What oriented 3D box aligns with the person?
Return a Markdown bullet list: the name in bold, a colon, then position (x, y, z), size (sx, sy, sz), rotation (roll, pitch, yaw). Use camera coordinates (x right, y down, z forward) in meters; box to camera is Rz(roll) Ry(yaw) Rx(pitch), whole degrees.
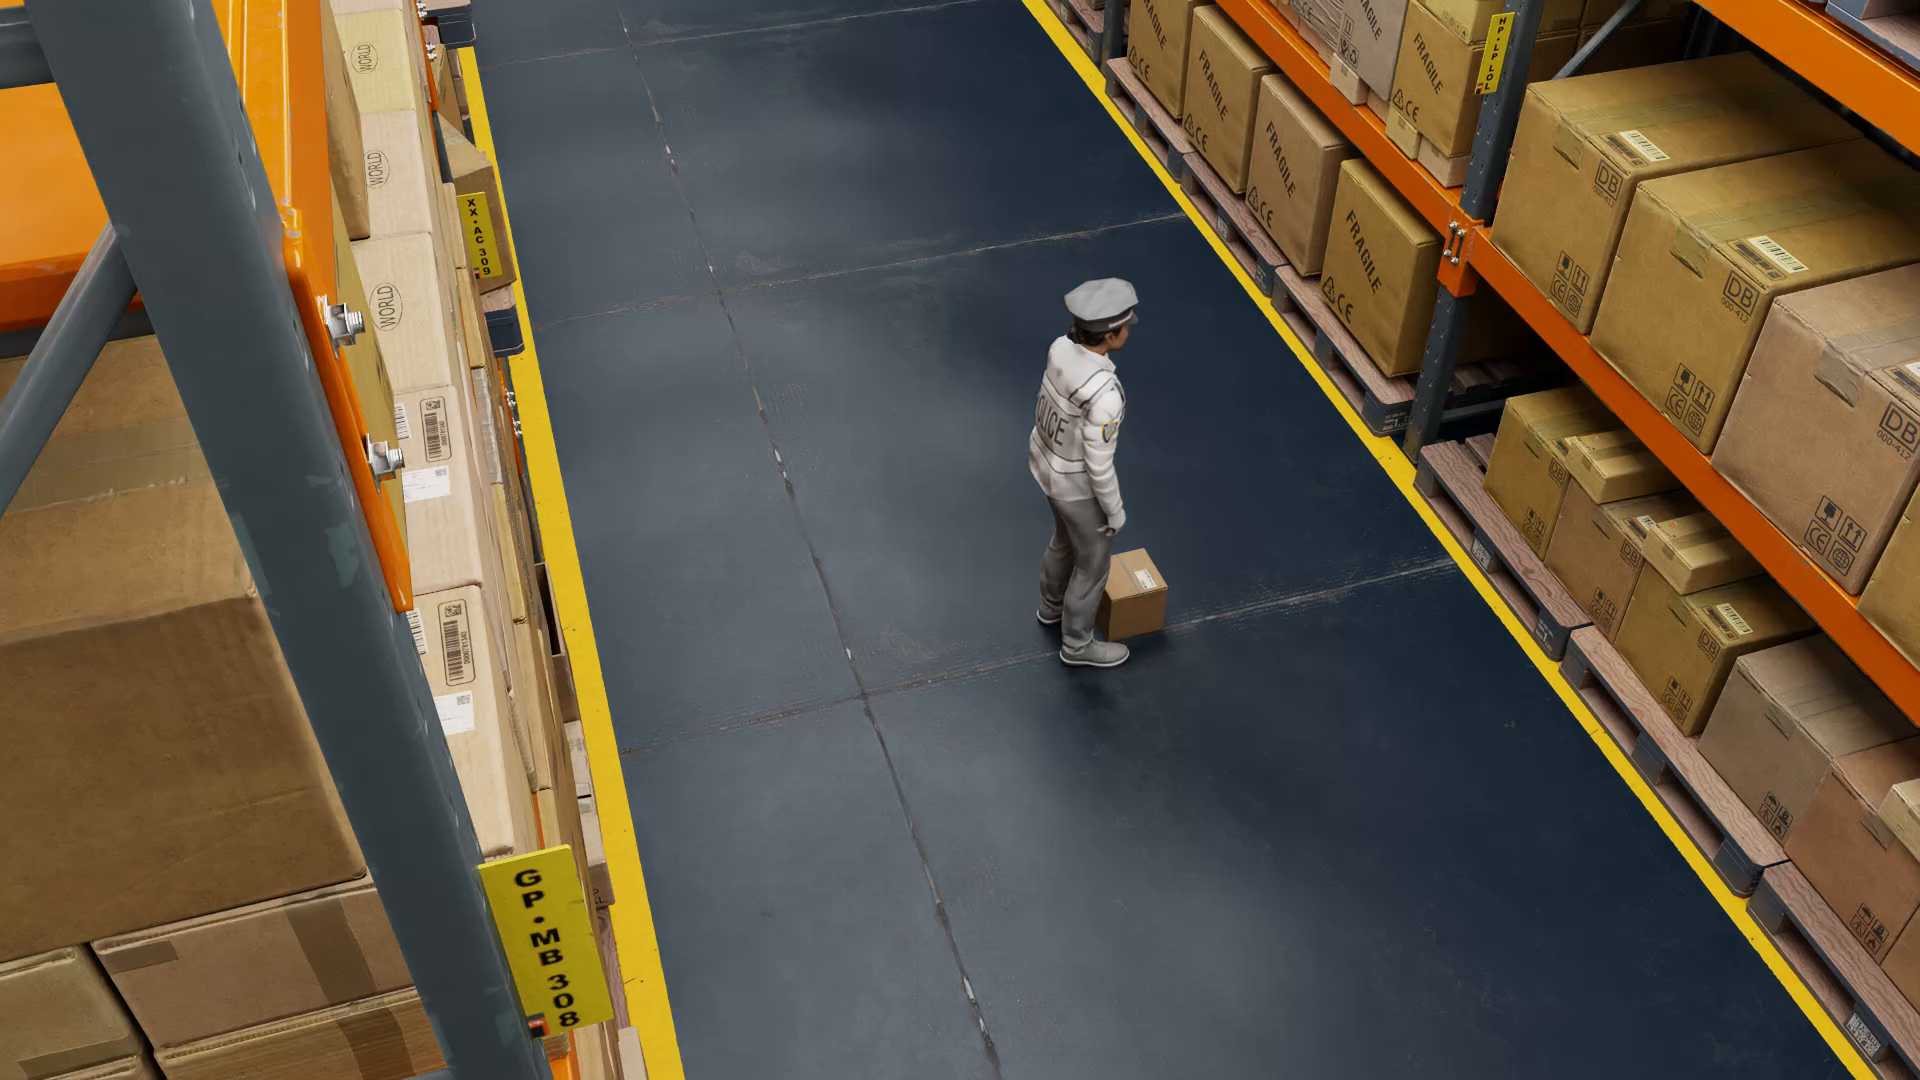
- **person**: position (0.468, -0.243, 6.422), size (0.372, 1.666, 0.543), rotation (-14, 44, -14)
